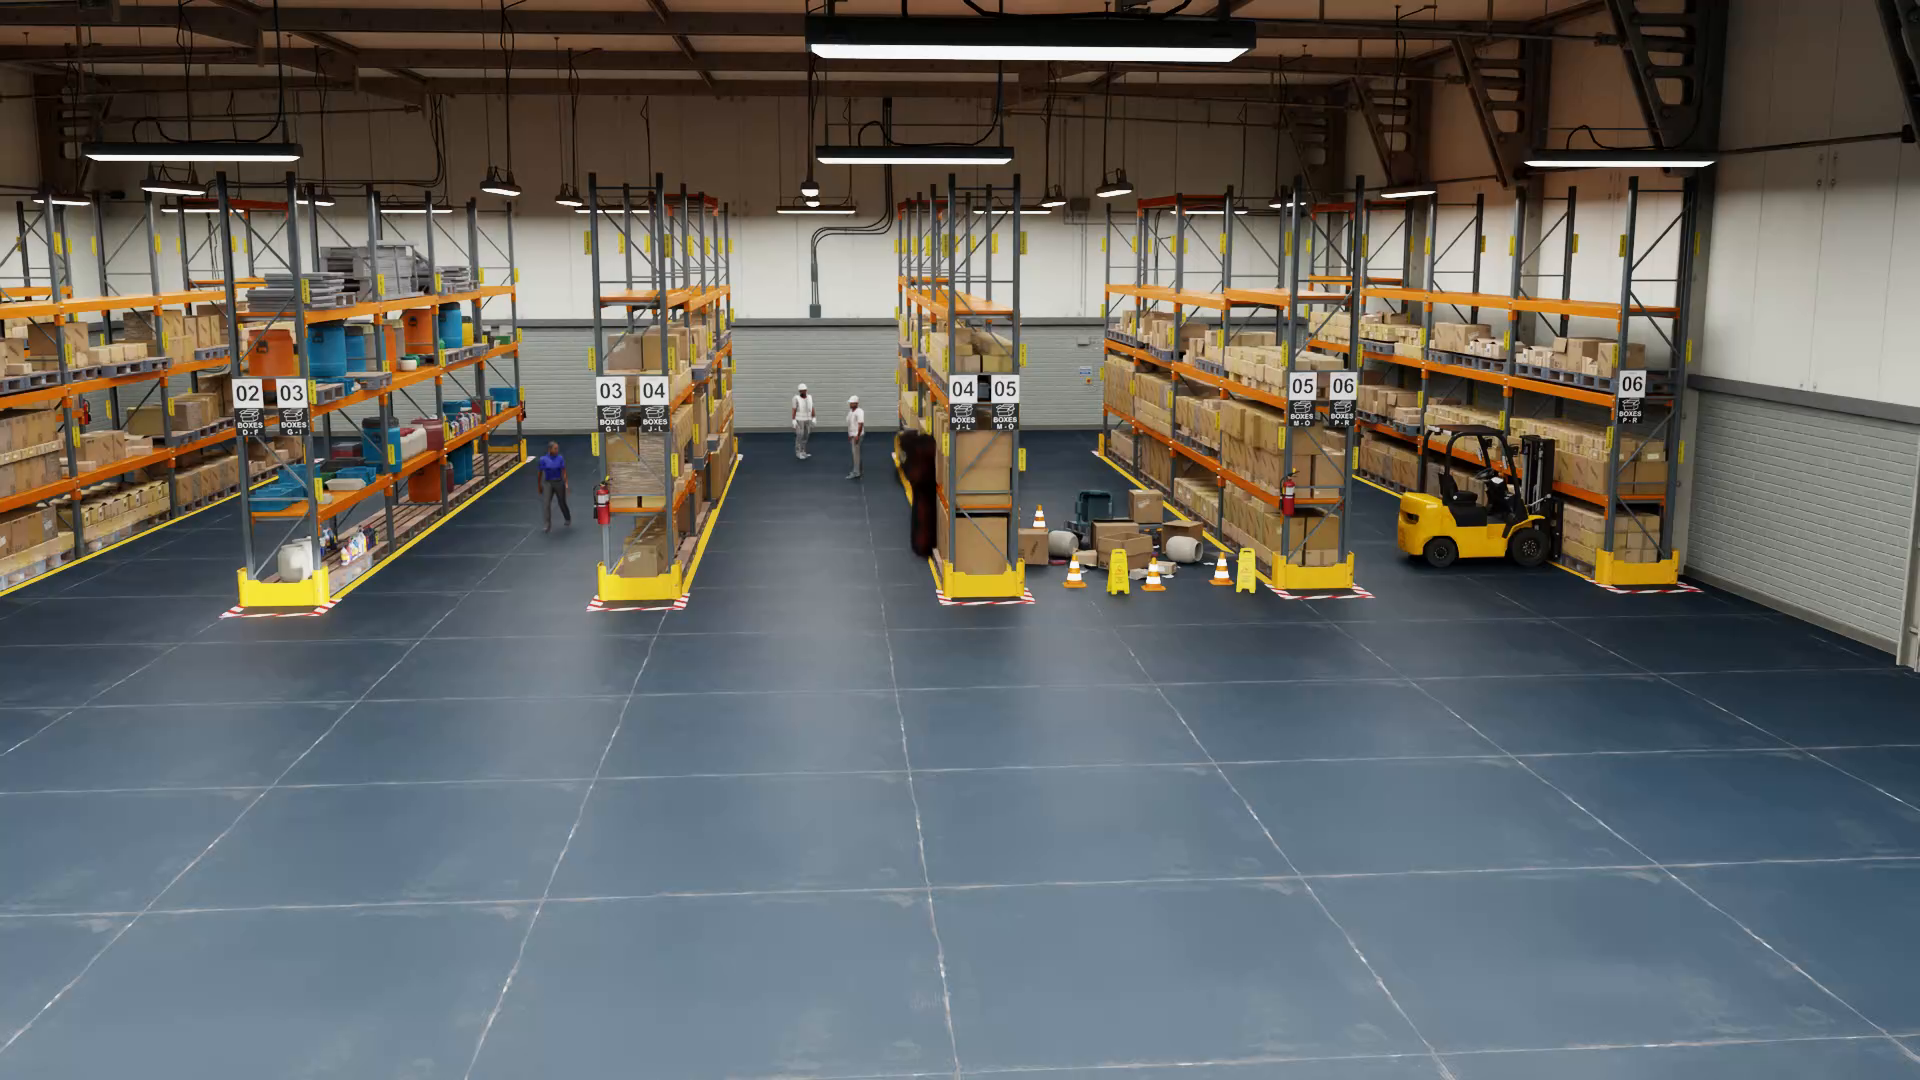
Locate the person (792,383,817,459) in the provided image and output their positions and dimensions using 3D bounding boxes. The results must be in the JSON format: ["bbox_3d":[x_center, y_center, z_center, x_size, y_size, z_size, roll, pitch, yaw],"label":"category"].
[{"bbox_3d":[-3.743,-2.842,39.679,0.432,1.793,0.611,8,13,37],"label":"person"}]

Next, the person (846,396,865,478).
[{"bbox_3d":[-2.349,-2.277,36.503,0.469,1.777,0.598,-5,11,-24],"label":"person"}]

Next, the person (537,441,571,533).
[{"bbox_3d":[-7.201,-0.965,29.512,0.599,1.605,0.978,1,10,5],"label":"person"}]
